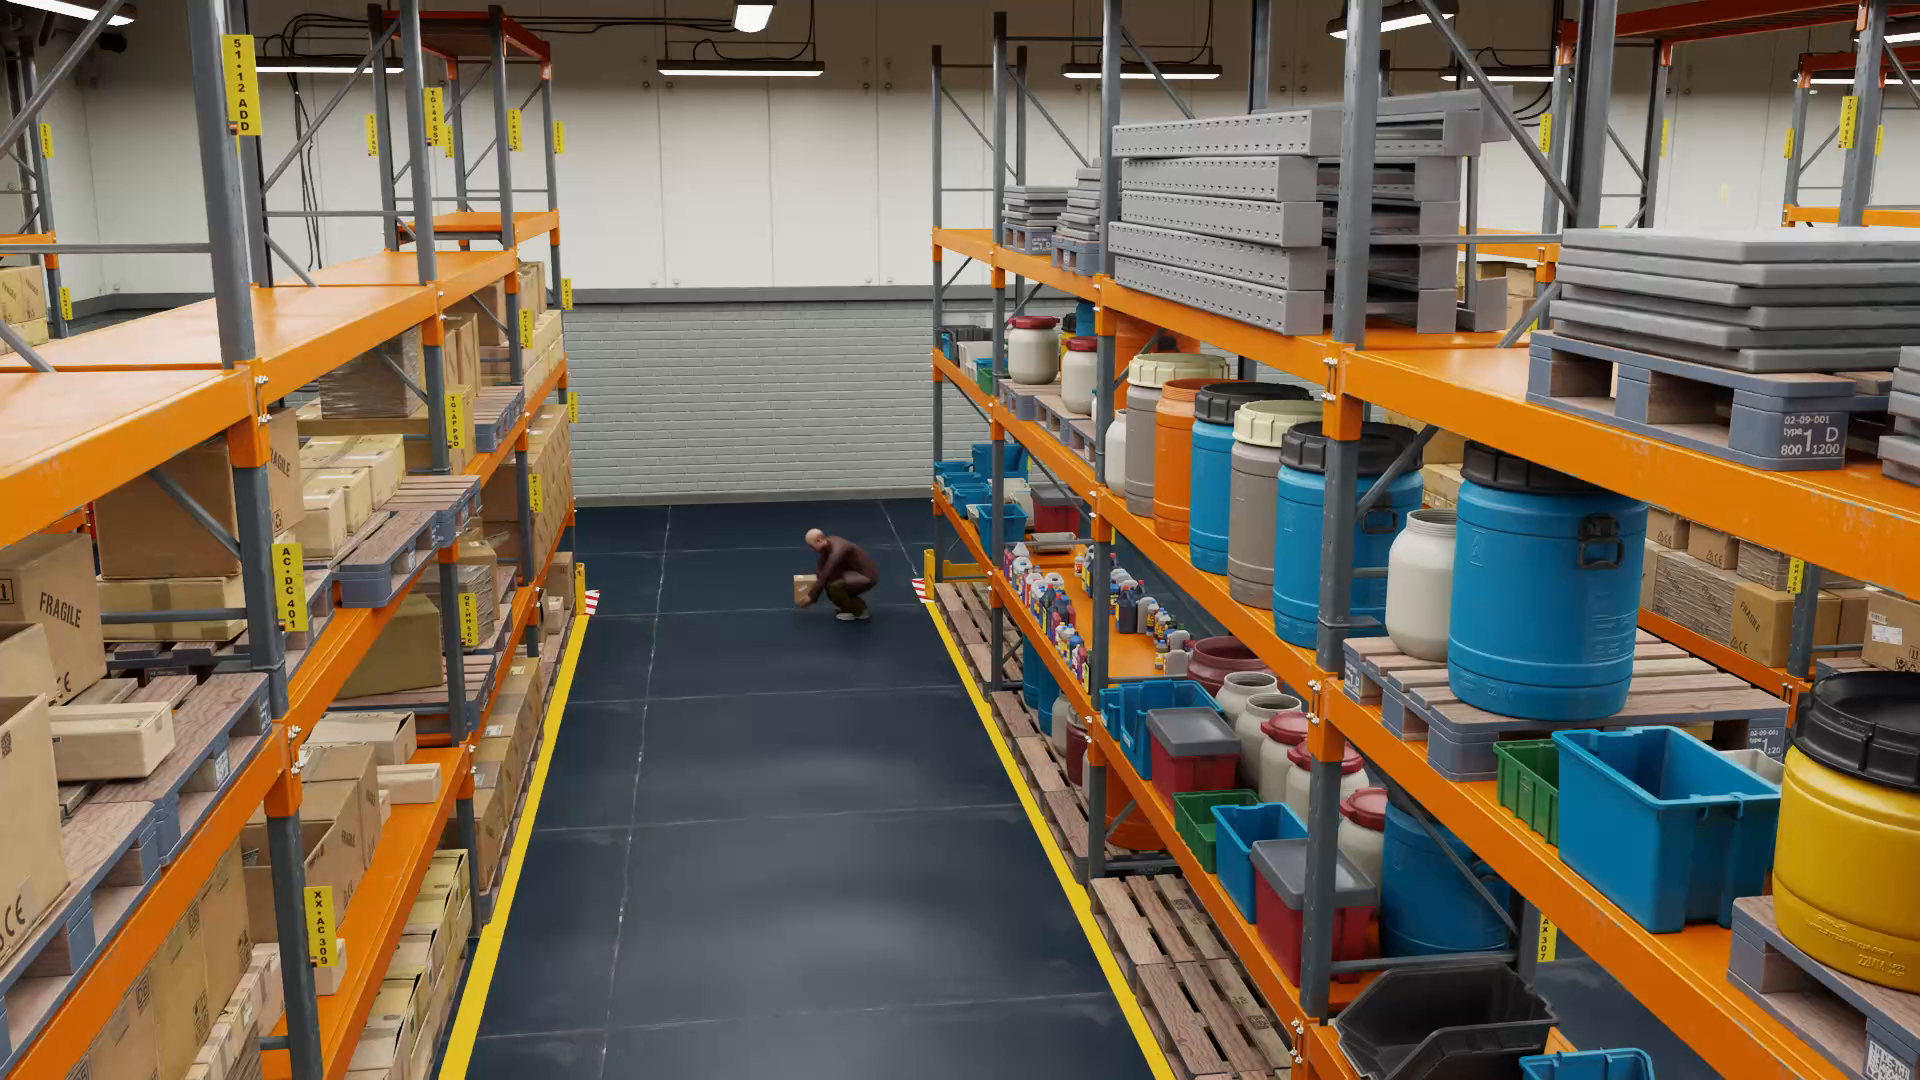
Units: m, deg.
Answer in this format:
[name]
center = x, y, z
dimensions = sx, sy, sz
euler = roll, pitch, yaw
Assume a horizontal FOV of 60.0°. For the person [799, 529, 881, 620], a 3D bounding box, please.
[person]
center = -1.303, 0.358, 17.885
dimensions = 0.901, 0.980, 0.612
euler = -2, 13, -8
